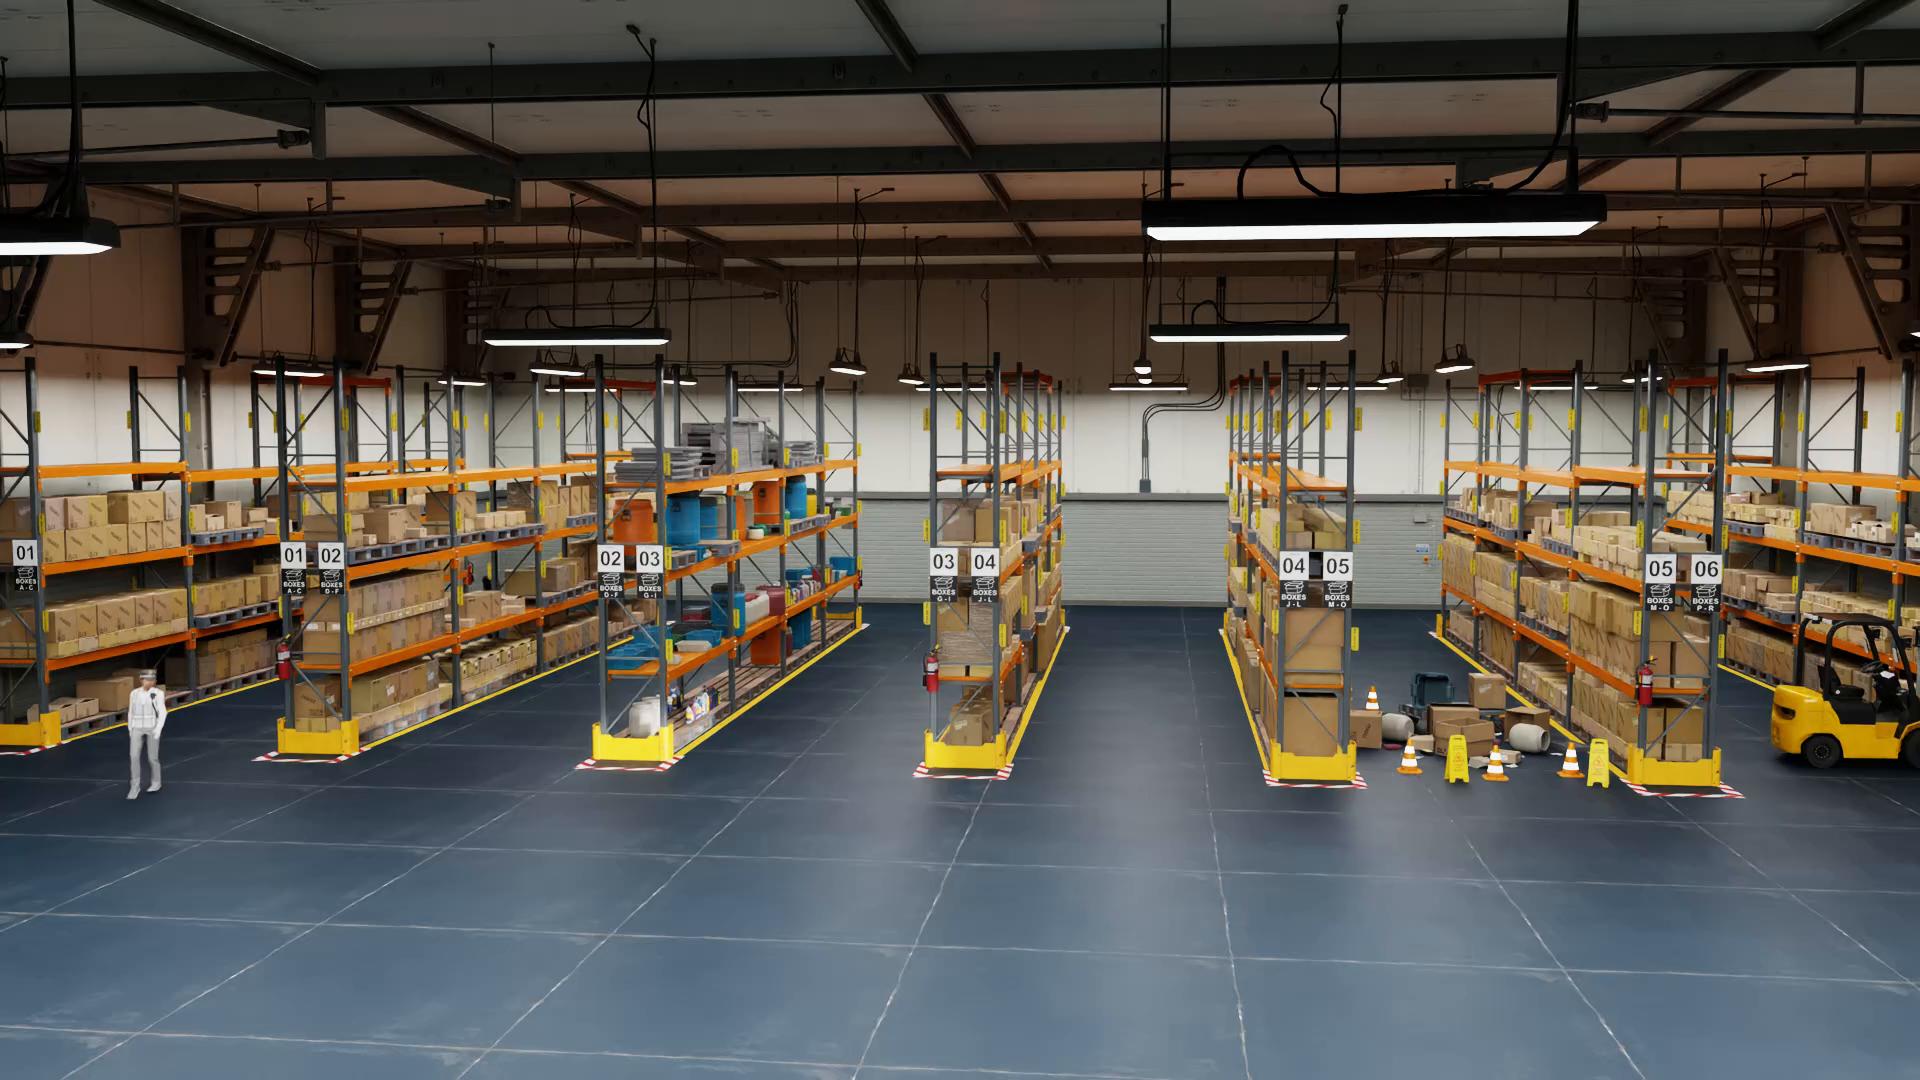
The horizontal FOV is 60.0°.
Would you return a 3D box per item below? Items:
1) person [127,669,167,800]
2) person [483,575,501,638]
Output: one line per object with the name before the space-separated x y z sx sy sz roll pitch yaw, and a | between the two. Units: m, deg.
person | -10.963 2.601 22.368 0.507 1.694 0.654 -1 4 -15
person | -10.837 1.434 38.371 0.487 1.724 0.565 -4 6 -45
